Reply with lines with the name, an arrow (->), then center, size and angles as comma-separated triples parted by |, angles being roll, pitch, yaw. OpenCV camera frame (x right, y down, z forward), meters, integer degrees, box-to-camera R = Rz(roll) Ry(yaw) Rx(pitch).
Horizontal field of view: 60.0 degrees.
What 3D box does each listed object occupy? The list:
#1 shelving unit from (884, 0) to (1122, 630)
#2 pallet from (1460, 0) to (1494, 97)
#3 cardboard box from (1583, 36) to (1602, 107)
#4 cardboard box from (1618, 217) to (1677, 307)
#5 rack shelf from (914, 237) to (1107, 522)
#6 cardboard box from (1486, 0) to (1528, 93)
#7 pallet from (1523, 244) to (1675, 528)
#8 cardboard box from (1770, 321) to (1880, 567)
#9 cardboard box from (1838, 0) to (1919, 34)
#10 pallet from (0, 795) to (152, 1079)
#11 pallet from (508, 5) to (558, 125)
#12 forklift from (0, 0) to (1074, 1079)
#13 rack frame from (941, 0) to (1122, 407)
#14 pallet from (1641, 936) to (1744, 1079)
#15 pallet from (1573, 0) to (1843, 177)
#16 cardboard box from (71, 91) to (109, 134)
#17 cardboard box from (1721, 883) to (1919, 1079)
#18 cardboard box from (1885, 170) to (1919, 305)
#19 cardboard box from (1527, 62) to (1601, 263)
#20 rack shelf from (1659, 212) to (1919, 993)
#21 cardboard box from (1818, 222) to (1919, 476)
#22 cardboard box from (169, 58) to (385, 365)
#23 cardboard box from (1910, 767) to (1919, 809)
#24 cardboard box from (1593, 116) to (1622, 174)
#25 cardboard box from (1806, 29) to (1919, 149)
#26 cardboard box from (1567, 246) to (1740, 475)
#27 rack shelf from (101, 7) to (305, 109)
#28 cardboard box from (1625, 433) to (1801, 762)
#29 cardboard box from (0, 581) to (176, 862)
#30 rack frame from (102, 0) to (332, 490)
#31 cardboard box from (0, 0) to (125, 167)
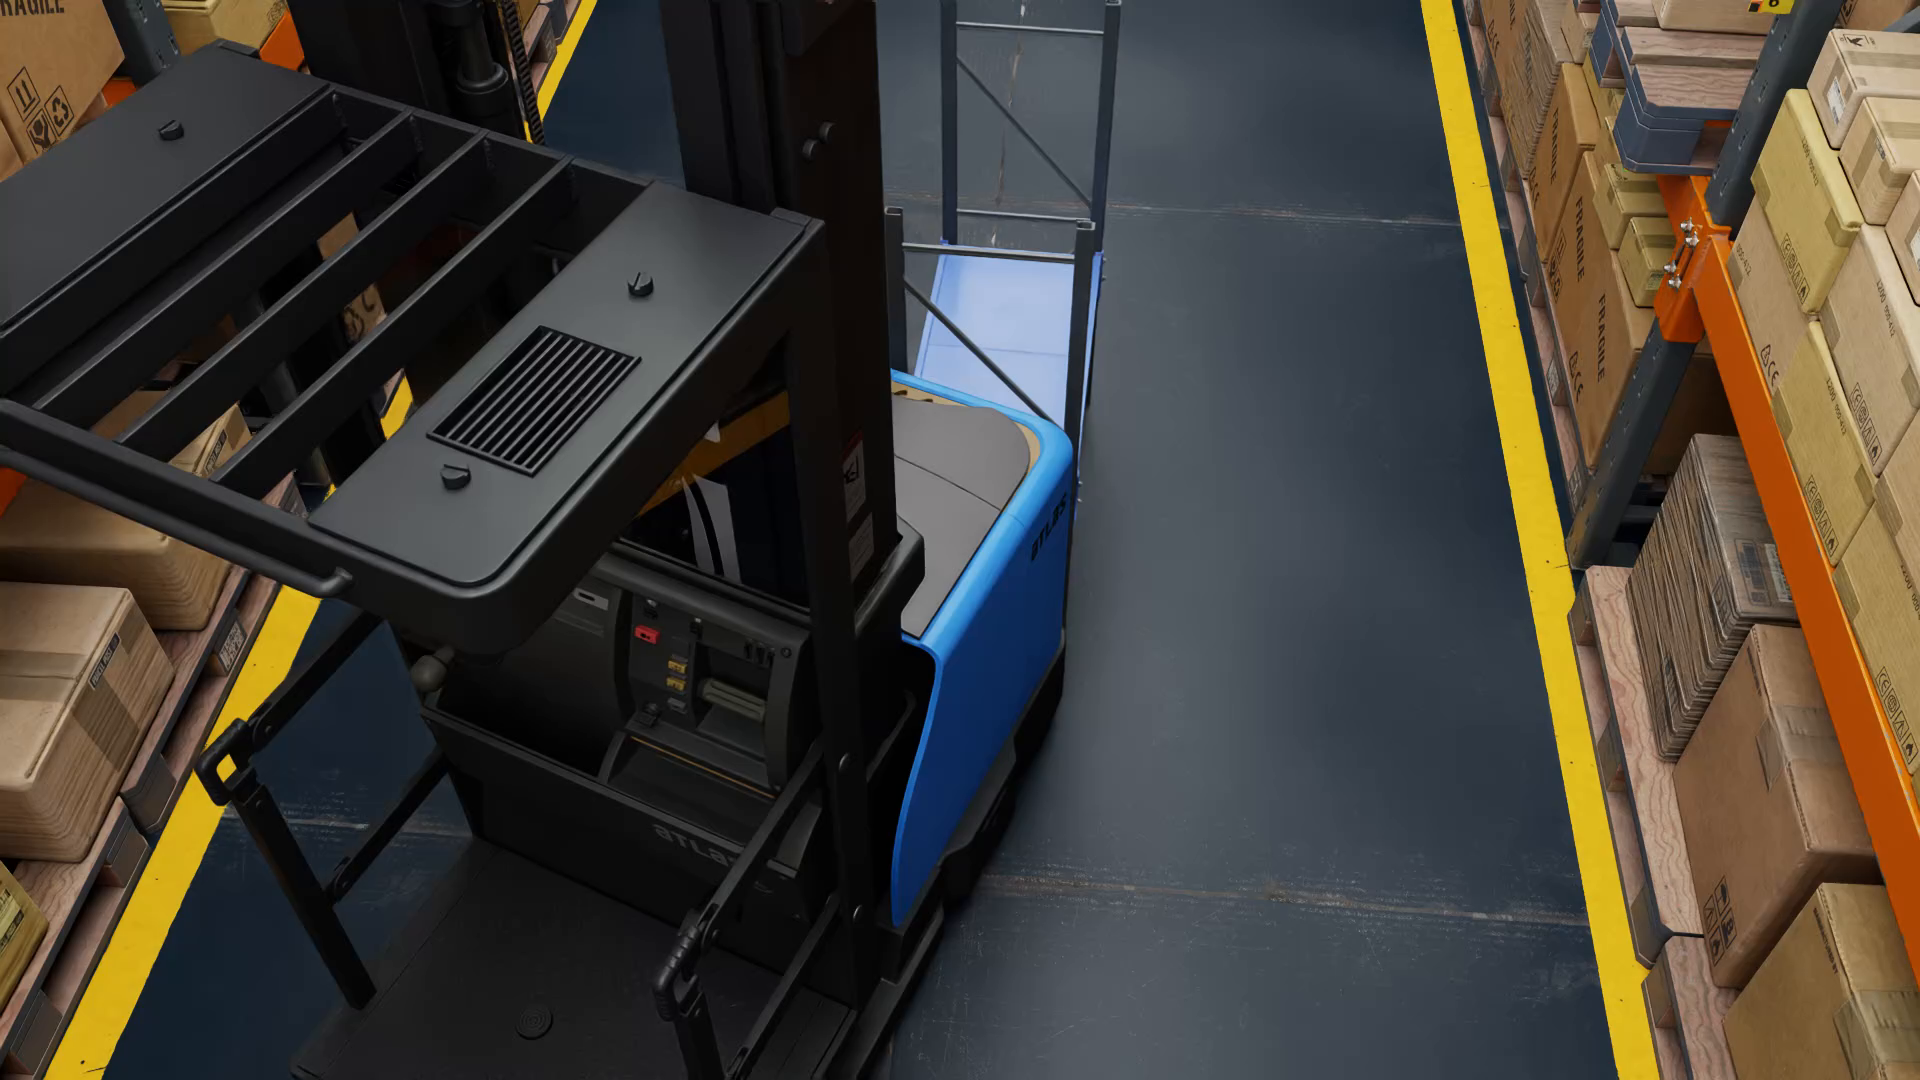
shelving unit -> 0.132, -0.623, 4.803 | 0.538, 1.500, 1.048 | 5, 48, 5
pallet -> 2.726, -2.323, 7.232 | 1.003, 0.211, 1.213 | 4, 48, 4
cardboard box -> 2.344, -1.590, 5.641 | 0.380, 0.149, 0.250 | 3, 48, 3
cardboard box -> 2.191, -0.822, 4.939 | 0.380, 0.149, 0.250 | 2, 48, 2
rack shelf -> 0.132, -0.502, 4.936 | 0.538, 0.185, 1.000 | 5, 48, 5
cardboard box -> 2.406, -2.064, 6.514 | 0.500, 0.500, 0.500 | 3, 48, 2
pallet -> 2.504, -0.530, 5.592 | 1.003, 0.211, 1.213 | 4, 48, 4
cardboard box -> 2.064, -0.196, 3.498 | 0.500, 0.250, 0.500 | 3, 48, 3
cardboard box -> 2.601, -1.468, 4.208 | 0.500, 0.500, 0.500 | 6, 48, 5
pallet -> -2.732, 1.153, 4.052 | 1.003, 0.211, 1.213 | 4, 48, 4
pallet -> -2.285, -1.784, 6.738 | 1.003, 0.211, 1.213 | 4, 48, 4
forklift -> -0.805, 0.285, 3.003 | 1.130, 2.935, 3.031 | 20, 51, 17
rack frame -> 0.196, -0.995, 5.144 | 0.500, 1.500, 0.032 | 5, 48, 5
pallet -> 2.171, 1.512, 3.724 | 1.003, 0.211, 1.213 | 4, 48, 4
pallet -> 2.390, -1.363, 4.594 | 1.213, 0.211, 1.003 | 4, 48, 4
cardboard box -> -2.341, -1.057, 4.069 | 0.380, 0.149, 0.250 | 5, 48, 5
cardboard box -> 2.215, 1.167, 3.474 | 0.875, 0.625, 0.625 | 2, 48, 2
cardboard box -> 2.055, -0.577, 3.237 | 0.380, 0.149, 0.250 | 5, 48, 5
cardboard box -> 2.324, -1.300, 5.816 | 0.500, 0.500, 0.500 | 6, 48, 5
rack shelf -> 2.216, 0.787, 2.985 | 1.077, 0.370, 4.000 | 4, 48, 4
cardboard box -> 2.068, -0.366, 3.315 | 0.500, 0.250, 0.500 | 5, 48, 5
cardboard box -> -2.400, -1.183, 5.455 | 0.875, 0.875, 0.875 | 3, 48, 3
cardboard box -> 1.975, 0.564, 2.803 | 0.500, 0.250, 0.500 | 5, 48, 5
cardboard box -> 2.253, -1.215, 5.299 | 0.380, 0.149, 0.250 | 2, 48, 2
cardboard box -> 2.076, -0.964, 3.591 | 0.380, 0.149, 0.250 | 5, 48, 5
cardboard box -> 2.223, -0.549, 5.128 | 0.500, 0.500, 0.500 | 5, 48, 5
rack shelf -> -2.363, -2.483, 5.976 | 1.077, 0.370, 4.000 | 4, 48, 4
cardboard box -> 2.328, 0.192, 4.366 | 0.875, 0.625, 0.625 | 5, 48, 5
cardboard box -> -2.666, 0.446, 4.305 | 0.950, 0.372, 0.625 | 3, 48, 3
rack frame -> -2.545, -1.256, 4.366 | 1.000, 3.000, 0.127 | 4, 48, 4
cardboard box -> -2.310, -1.180, 3.742 | 0.500, 0.500, 0.500 | 3, 48, 2
